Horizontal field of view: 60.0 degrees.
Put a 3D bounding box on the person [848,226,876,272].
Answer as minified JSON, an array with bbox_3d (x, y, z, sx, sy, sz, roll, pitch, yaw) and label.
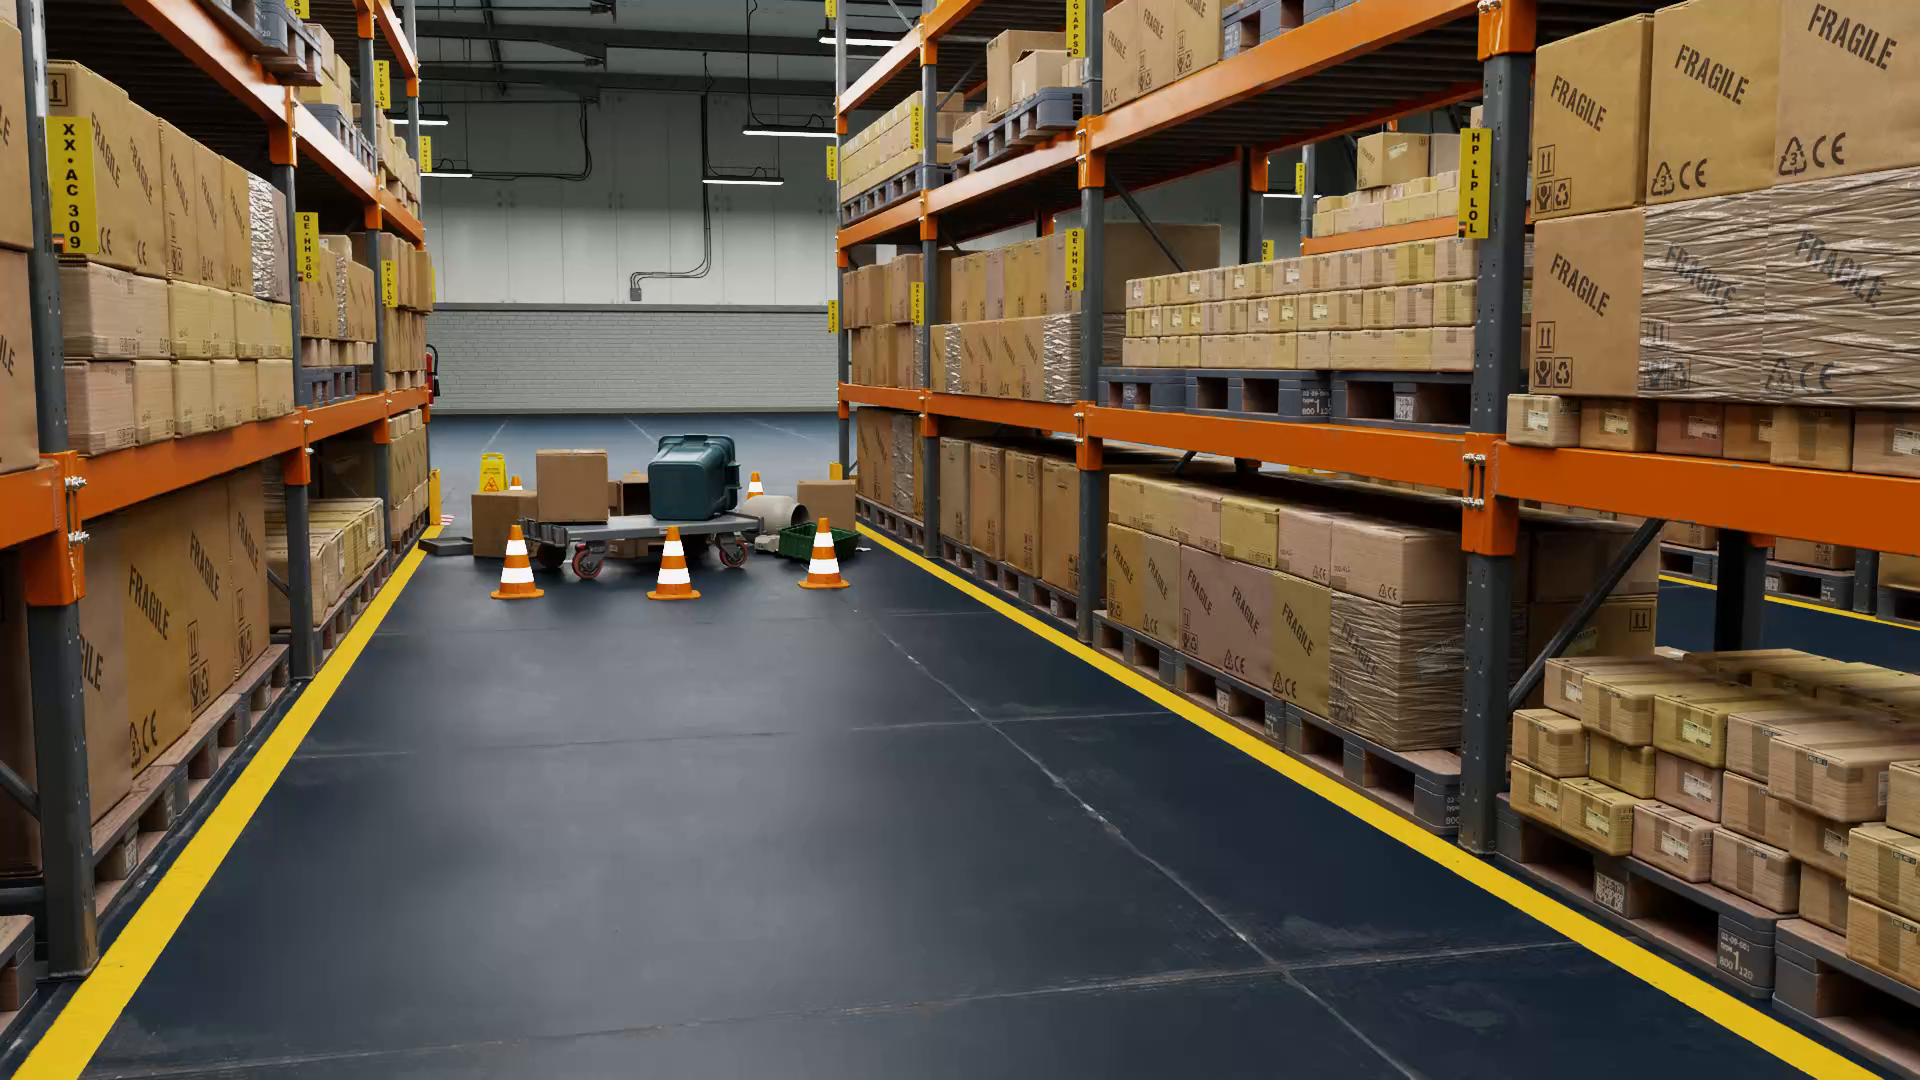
[{"bbox_3d":[-0.744,-1.055,5.610,12.306,2.400,19.130,-4,7,-33],"label":"person"}]
